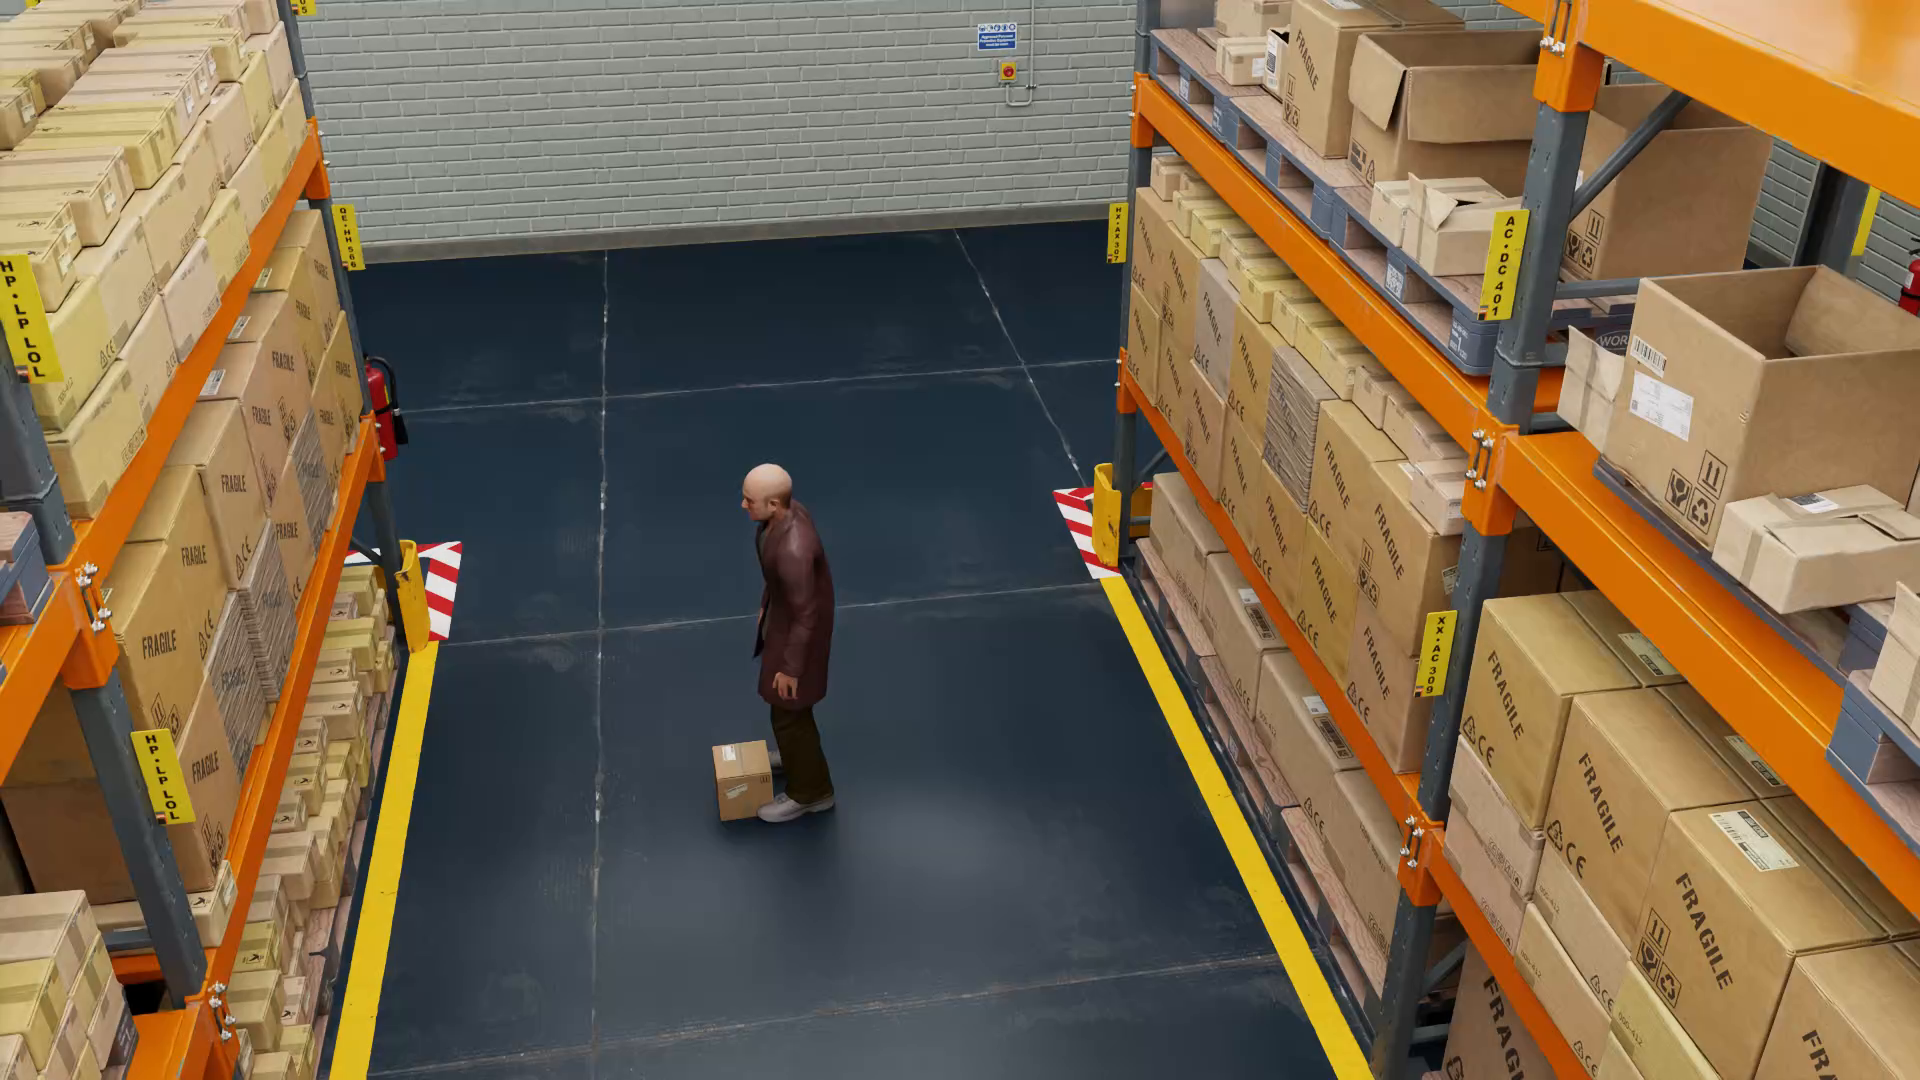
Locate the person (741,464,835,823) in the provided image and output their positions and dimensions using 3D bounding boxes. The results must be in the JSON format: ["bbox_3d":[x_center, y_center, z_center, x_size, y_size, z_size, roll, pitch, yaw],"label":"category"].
[{"bbox_3d":[-0.763,0.443,7.397,0.418,1.774,0.656,-7,31,-11],"label":"person"}]
